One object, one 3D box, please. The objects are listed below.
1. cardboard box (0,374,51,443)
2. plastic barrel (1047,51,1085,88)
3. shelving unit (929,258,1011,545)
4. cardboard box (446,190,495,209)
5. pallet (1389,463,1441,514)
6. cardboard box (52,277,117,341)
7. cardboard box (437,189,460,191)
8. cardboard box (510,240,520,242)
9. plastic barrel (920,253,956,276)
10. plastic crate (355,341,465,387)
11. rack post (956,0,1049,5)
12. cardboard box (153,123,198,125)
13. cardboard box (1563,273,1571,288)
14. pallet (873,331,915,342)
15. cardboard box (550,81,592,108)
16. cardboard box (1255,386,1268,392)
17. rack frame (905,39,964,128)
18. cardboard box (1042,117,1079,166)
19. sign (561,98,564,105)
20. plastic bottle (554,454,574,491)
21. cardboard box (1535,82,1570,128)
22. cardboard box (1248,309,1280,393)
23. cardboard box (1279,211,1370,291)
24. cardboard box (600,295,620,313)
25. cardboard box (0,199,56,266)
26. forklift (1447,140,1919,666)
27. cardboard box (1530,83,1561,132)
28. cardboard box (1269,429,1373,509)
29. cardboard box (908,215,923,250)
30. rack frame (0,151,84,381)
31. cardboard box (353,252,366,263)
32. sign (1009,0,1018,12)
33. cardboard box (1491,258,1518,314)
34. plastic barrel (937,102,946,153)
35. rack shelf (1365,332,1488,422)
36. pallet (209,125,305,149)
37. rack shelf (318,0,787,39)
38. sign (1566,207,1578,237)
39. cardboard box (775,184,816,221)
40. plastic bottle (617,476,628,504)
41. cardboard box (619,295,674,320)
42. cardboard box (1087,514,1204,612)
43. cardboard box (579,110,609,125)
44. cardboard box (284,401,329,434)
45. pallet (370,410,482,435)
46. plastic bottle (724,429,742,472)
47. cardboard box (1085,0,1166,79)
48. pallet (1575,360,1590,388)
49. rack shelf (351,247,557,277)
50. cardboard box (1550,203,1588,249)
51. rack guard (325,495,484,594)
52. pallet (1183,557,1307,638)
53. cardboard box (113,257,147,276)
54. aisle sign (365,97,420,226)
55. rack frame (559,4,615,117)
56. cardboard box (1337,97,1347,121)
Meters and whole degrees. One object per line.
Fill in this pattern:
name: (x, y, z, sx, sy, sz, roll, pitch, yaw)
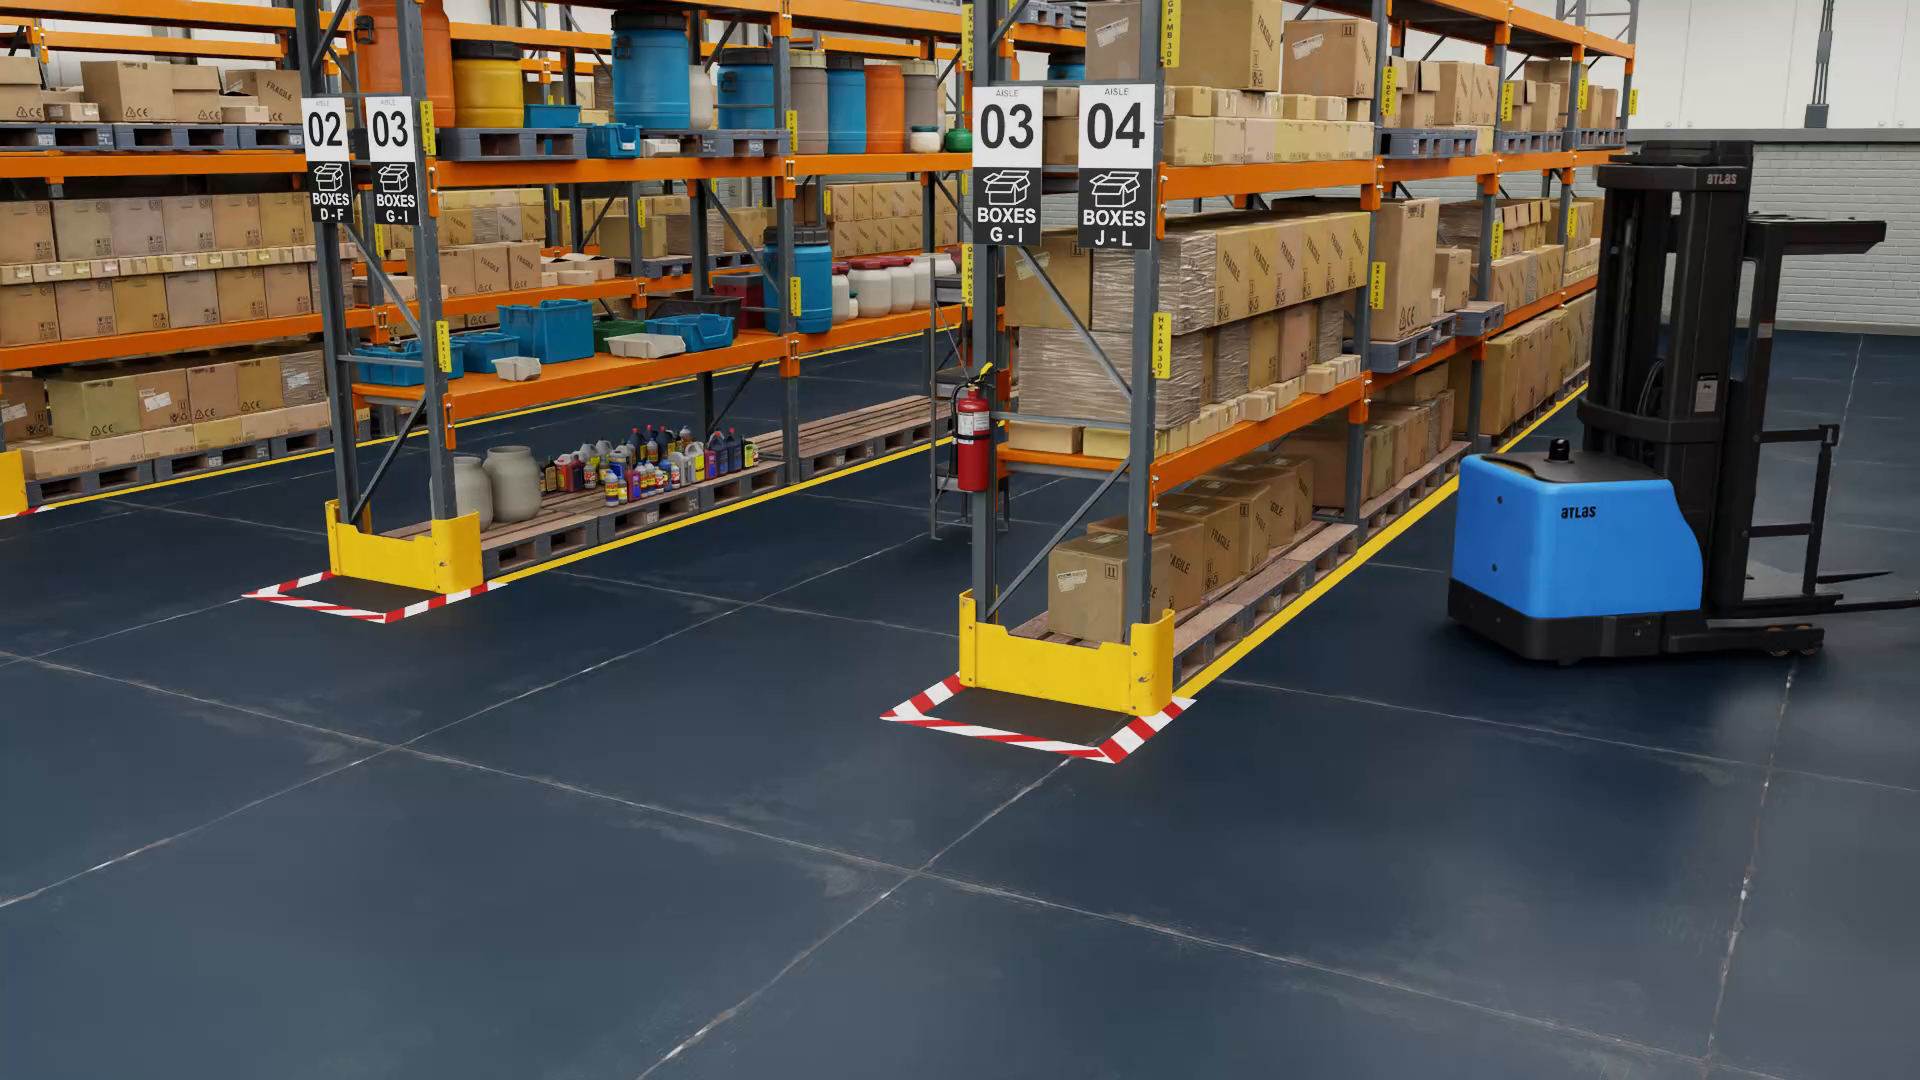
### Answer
cardboard box: (-8.140, -1.113, 14.120, 0.500, 0.500, 0.500, 7, 15, 28)
plastic barrel: (1.305, -5.176, 19.236, 0.600, 0.901, 0.708, 7, 15, 28)
shelving unit: (0.080, -1.055, 12.428, 0.431, 2.100, 0.503, 7, 15, 28)
cardboard box: (-7.180, -4.994, 24.357, 0.500, 0.250, 0.500, 8, 16, 29)
pallet: (3.429, -0.490, 14.116, 1.003, 0.211, 1.213, 7, 15, 28)
cardboard box: (-7.653, -1.988, 14.168, 0.700, 0.500, 0.500, 8, 16, 29)
cardboard box: (-7.612, -5.051, 24.593, 0.500, 0.250, 0.500, 7, 15, 26)
cardboard box: (-6.858, -4.443, 25.057, 0.380, 0.149, 0.250, 8, 16, 30)
plastic barrel: (-0.248, -2.636, 16.827, 0.421, 0.512, 0.421, 0, 14, 0)
plastic crate: (-3.825, -1.239, 11.592, 0.499, 0.251, 0.616, 7, 15, 28)
rack post: (0.377, -5.849, 17.757, 0.954, 0.300, 0.937, 7, 15, 28)
cardboard box: (-9.613, -5.185, 20.132, 0.500, 0.500, 0.500, 7, 15, 26)
cardboard box: (6.766, -2.977, 19.017, 0.380, 0.149, 0.250, 7, 15, 28)
pallet: (-1.416, -3.235, 25.504, 1.003, 0.211, 1.213, 7, 15, 28)
cardboard box: (-6.086, -6.877, 25.868, 0.500, 0.500, 0.500, 7, 15, 28)
cardboard box: (1.692, -0.886, 10.346, 0.380, 0.149, 0.250, 7, 15, 28)
rack frame: (-0.404, -7.936, 26.252, 1.000, 3.000, 0.127, 7, 15, 28)
cardboard box: (0.542, -2.127, 8.876, 0.500, 0.250, 0.500, 8, 16, 29)
sign: (-4.746, -5.150, 19.992, 0.100, 0.325, 0.005, 7, 15, 28)
plastic bottle: (-3.155, -0.540, 13.246, 0.152, 0.276, 0.135, 8, 15, 28)
cardboard box: (6.658, -5.003, 19.162, 0.700, 0.500, 0.500, 6, 15, 25)
cardboard box: (1.489, -1.232, 10.396, 0.875, 0.500, 0.500, 7, 15, 28)
cardboard box: (2.488, -1.990, 11.408, 0.500, 0.500, 0.500, 7, 15, 28)
cardboard box: (-5.979, -3.993, 27.134, 0.700, 0.500, 0.500, 7, 15, 27)
cardboard box: (-7.877, -2.522, 13.611, 0.700, 0.500, 0.500, 7, 15, 28)
forklift: (4.590, -0.864, 9.865, 3.031, 2.935, 1.130, -3, 14, -12)
cardboard box: (6.060, -4.667, 17.981, 0.700, 0.500, 0.500, 8, 16, 29)
cardboard box: (2.780, -0.557, 12.838, 0.700, 0.500, 0.500, 6, 15, 24)
cardboard box: (-0.876, -4.737, 25.569, 0.500, 0.500, 0.500, 8, 15, 28)
rack frame: (-10.544, -3.118, 19.068, 1.000, 3.000, 0.127, 7, 15, 28)
cardboard box: (-8.248, -3.868, 22.670, 0.380, 0.149, 0.250, 7, 15, 27)
sign: (0.548, -5.515, 16.898, 0.100, 0.325, 0.005, 7, 15, 28)
cardboard box: (5.119, -2.479, 16.202, 0.500, 0.500, 0.500, 7, 15, 27)
plastic barrel: (-0.356, -4.300, 17.331, 0.421, 0.512, 0.421, 0, 14, 0)
rack shelf: (3.432, -1.495, 13.871, 1.077, 0.370, 4.000, 7, 15, 28)
pallet: (-6.595, -3.795, 15.664, 1.003, 0.211, 1.213, 7, 15, 28)
rack shelf: (-2.838, -3.958, 12.138, 1.077, 0.370, 4.000, 7, 15, 28)
sign: (6.812, -3.541, 18.519, 0.100, 0.325, 0.005, 7, 15, 28)
cardboard box: (-2.320, -4.867, 23.974, 0.500, 0.500, 0.500, 7, 15, 28)
plastic bottle: (-2.605, -0.387, 12.769, 0.097, 0.201, 0.097, 0, 14, 0)
cardboard box: (-4.002, -2.972, 21.257, 0.500, 0.250, 0.500, 8, 16, 30)
cardboard box: (1.107, 0.144, 9.972, 0.500, 0.500, 0.500, 13, 19, 43)
cardboard box: (-4.442, -4.868, 19.351, 0.500, 0.250, 0.500, 6, 15, 24)
cardboard box: (-6.489, -1.204, 16.098, 0.500, 0.250, 0.500, 7, 15, 28)
pallet: (-5.883, -1.358, 17.715, 1.003, 0.211, 1.213, 7, 15, 28)
plastic bottle: (-1.930, -0.757, 13.987, 0.144, 0.351, 0.185, 7, 15, 27)
cardboard box: (1.059, -2.855, 9.661, 0.500, 0.500, 0.500, 7, 15, 28)
pallet: (7.357, -2.119, 20.872, 1.003, 0.211, 1.213, 7, 15, 28)
rack shelf: (-7.643, -4.000, 24.258, 1.077, 0.370, 4.000, 7, 15, 28)
cardboard box: (7.032, -3.682, 19.490, 0.500, 0.500, 0.500, 7, 15, 28)
rack guard: (-3.809, 0.019, 11.388, 1.175, 0.500, 0.348, 7, 15, 28)
pallet: (1.582, 0.314, 10.781, 1.003, 0.211, 1.213, 7, 15, 28)
cardboard box: (-7.263, -2.369, 14.363, 0.380, 0.149, 0.250, 7, 15, 26)
aisle sign: (-3.583, -2.391, 10.504, 0.394, 0.787, 0.004, 7, 15, 28)
rack frame: (-4.272, -6.295, 19.444, 1.000, 3.000, 0.127, 7, 15, 28)
cardboard box: (2.306, -2.809, 10.853, 0.380, 0.149, 0.250, 7, 15, 25)
